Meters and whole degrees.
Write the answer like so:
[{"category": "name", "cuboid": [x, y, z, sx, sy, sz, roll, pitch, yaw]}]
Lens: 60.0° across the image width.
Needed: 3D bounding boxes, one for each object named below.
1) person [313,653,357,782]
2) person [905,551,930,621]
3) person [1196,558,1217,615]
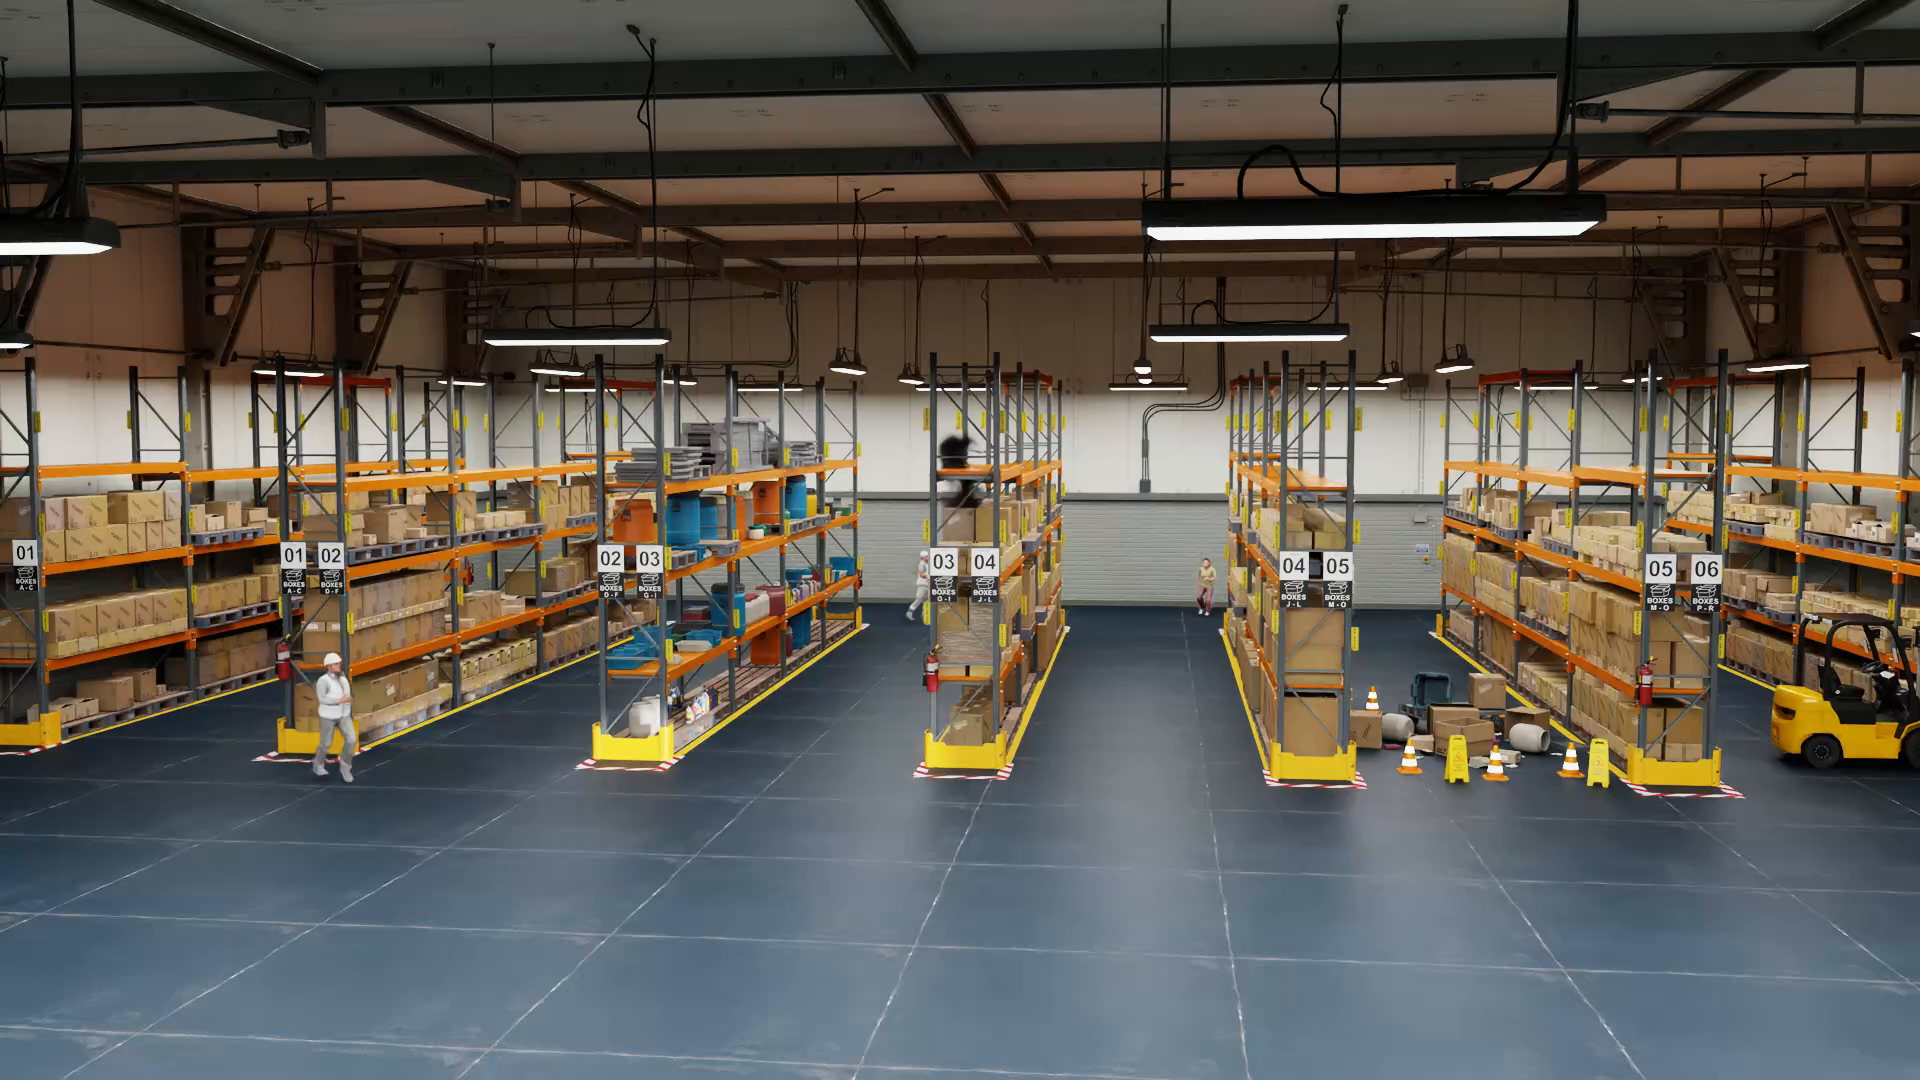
[{"category": "person", "cuboid": [-8.721, 2.482, 23.194, 0.833, 1.824, 0.606, 3, 5, 33]}, {"category": "person", "cuboid": [-0.930, 1.187, 41.548, 0.842, 1.829, 0.717, 1, 4, 14]}, {"category": "person", "cuboid": [6.369, 1.207, 42.948, 0.595, 1.525, 0.798, 2, 4, 24]}]
